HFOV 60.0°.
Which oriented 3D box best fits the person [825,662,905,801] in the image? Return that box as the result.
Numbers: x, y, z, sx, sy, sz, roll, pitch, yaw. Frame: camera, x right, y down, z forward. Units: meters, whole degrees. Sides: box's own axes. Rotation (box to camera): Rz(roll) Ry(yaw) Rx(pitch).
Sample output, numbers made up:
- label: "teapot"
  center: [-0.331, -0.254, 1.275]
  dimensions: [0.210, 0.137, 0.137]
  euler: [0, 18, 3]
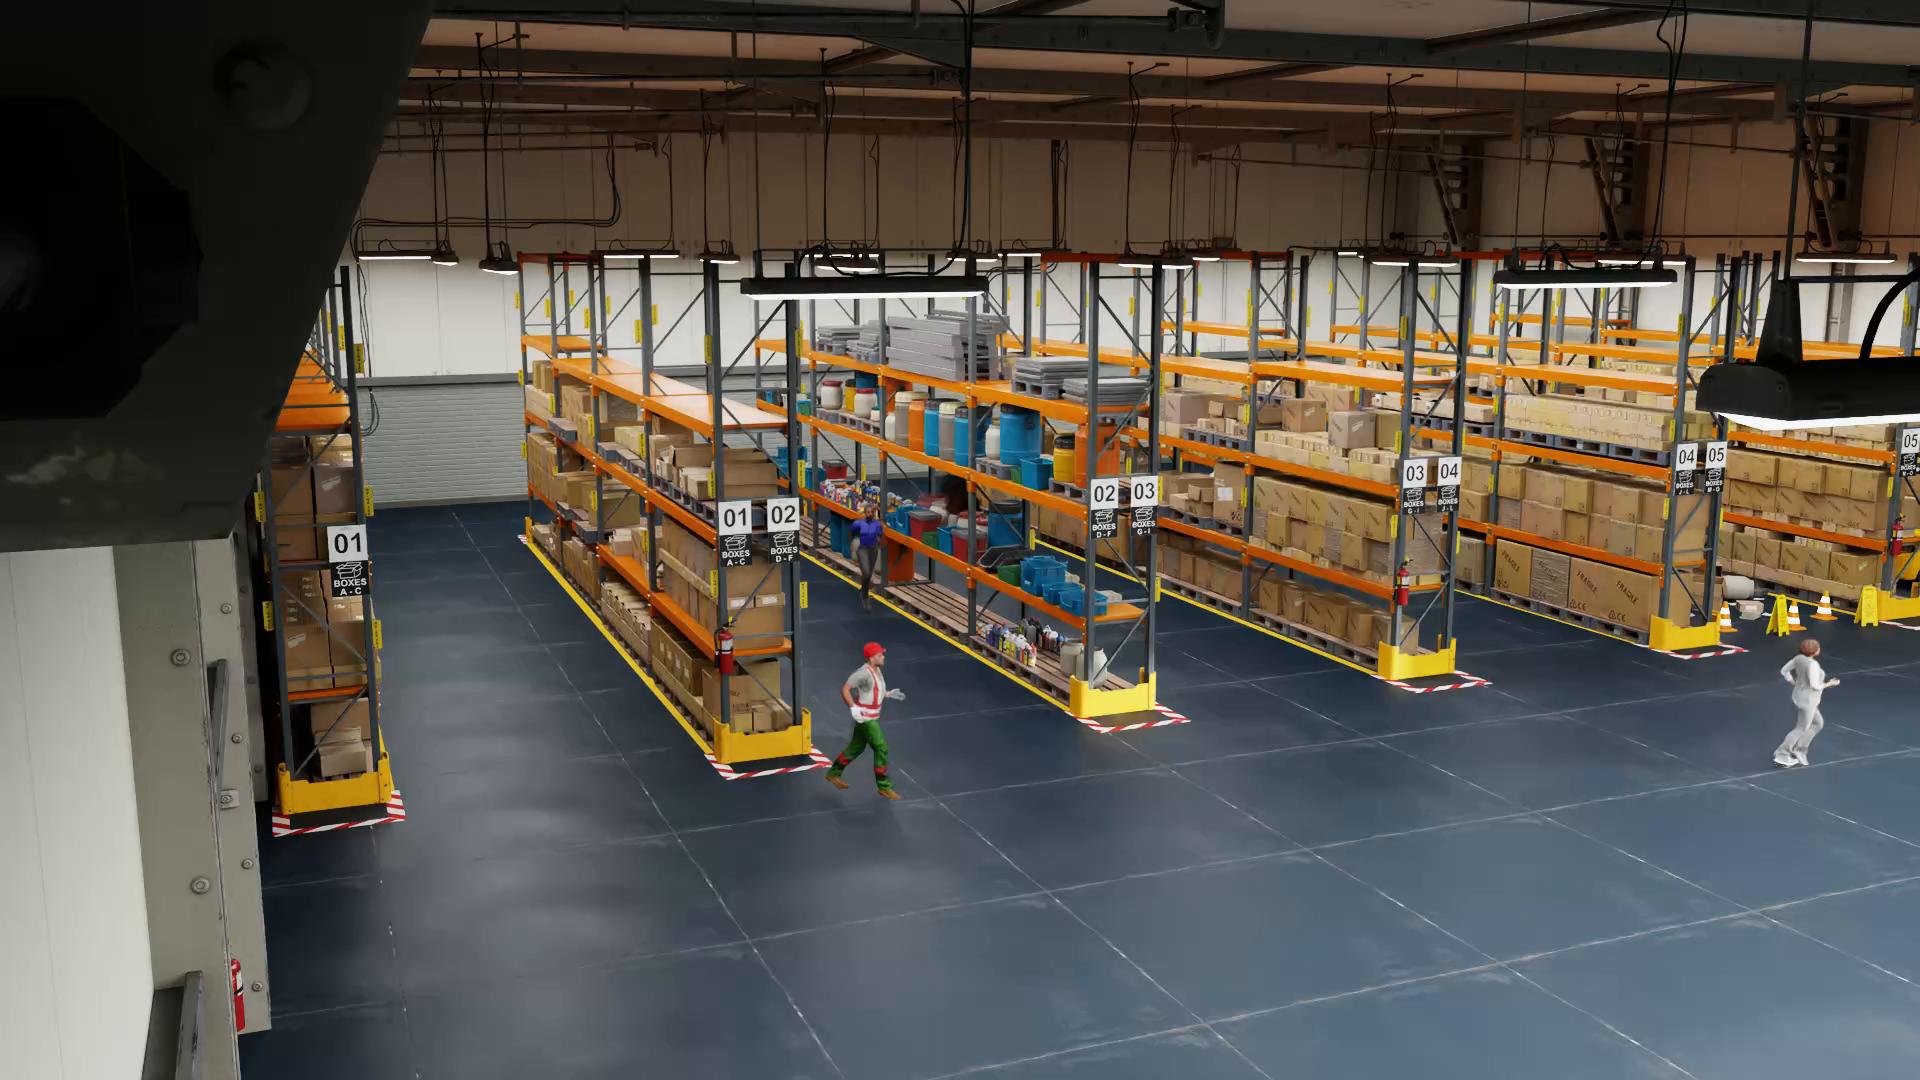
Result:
- label: "person"
  center: [-1.101, 2.167, 18.899]
  dimensions: [0.933, 1.582, 0.493]
  euler: [1, 10, 7]

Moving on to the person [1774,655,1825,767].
- label: "person"
  center: [10.095, 2.069, 19.922]
  dimensions: [0.567, 1.388, 0.349]
  euler: [1, 10, 7]

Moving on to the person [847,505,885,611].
- label: "person"
  center: [-1.518, 0.280, 27.435]
  dimensions: [0.536, 1.742, 0.782]
  euler: [-5, 12, -26]
